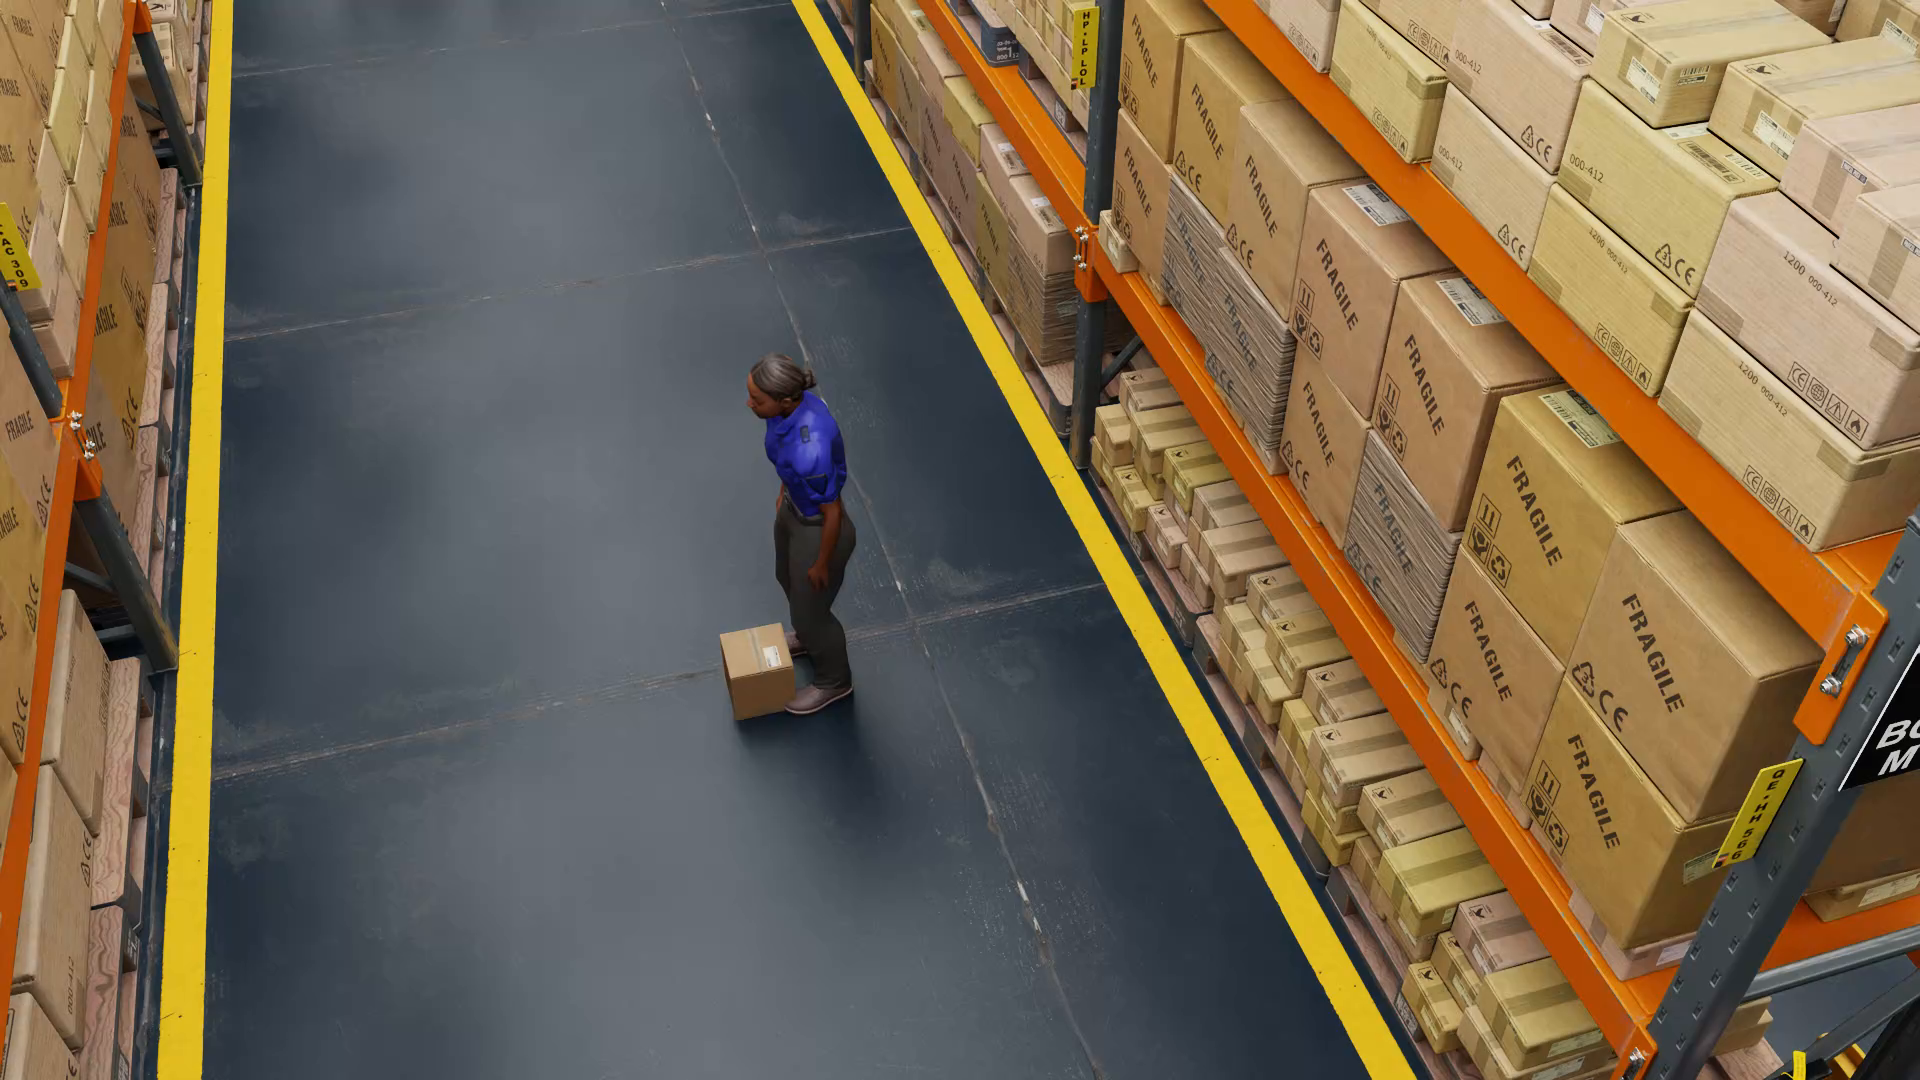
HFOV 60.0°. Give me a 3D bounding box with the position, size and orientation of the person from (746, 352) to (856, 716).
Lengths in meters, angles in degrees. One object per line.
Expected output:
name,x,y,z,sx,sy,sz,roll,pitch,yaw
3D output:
person,-0.583,-0.050,6.220,0.350,1.653,0.515,-14,44,-15
